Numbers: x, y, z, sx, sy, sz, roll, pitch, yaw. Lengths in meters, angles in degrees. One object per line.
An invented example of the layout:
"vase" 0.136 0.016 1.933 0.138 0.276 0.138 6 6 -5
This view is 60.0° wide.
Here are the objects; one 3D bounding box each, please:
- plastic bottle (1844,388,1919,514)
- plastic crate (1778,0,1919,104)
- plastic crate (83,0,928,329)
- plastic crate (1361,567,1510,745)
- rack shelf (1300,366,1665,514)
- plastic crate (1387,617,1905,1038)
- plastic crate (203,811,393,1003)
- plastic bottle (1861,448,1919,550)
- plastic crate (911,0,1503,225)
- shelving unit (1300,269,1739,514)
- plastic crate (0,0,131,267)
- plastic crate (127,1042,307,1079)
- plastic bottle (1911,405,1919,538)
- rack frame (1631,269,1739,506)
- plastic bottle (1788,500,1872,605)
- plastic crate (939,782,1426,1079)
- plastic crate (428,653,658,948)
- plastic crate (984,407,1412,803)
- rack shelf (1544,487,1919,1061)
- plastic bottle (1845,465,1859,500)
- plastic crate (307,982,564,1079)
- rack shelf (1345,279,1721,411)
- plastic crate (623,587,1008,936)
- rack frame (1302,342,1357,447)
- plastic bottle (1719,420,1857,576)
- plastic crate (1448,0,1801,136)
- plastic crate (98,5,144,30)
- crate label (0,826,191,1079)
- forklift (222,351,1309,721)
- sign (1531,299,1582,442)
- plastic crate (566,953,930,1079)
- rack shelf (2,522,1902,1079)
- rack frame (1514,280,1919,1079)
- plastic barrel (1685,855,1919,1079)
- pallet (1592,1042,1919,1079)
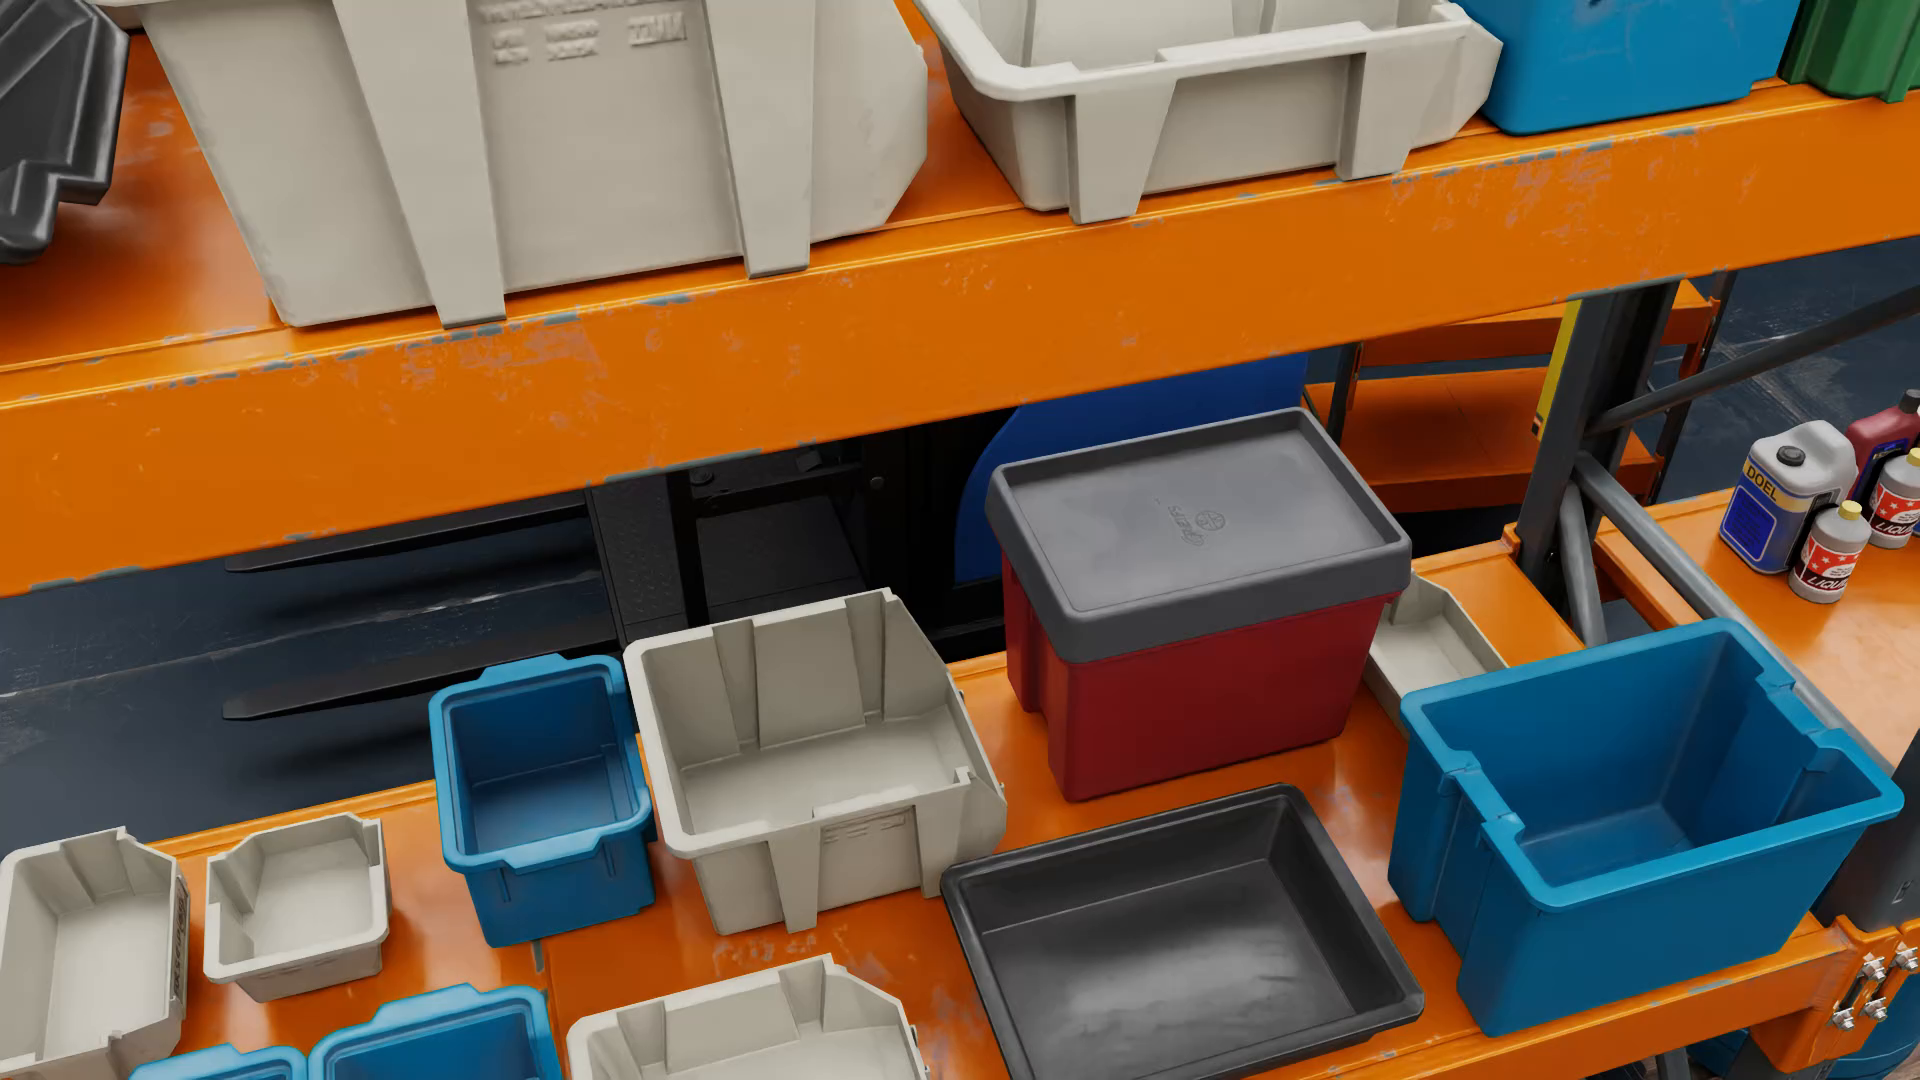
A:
"plastic bottle" 1.782 -0.166 3.248 0.133 0.283 0.061 -12 42 -13
"plastic crate" 0.983 -0.631 1.573 0.662 0.188 0.450 -12 42 -13
"plastic crate" -0.313 -0.393 1.230 0.530 0.282 0.437 -12 42 -13
"plastic crate" 0.809 0.225 2.868 0.243 0.136 0.396 -12 42 -13
"rack shelf" 1.523 -0.262 5.066 1.000 0.278 0.538 -5 41 -5
"plastic crate" 0.953 0.435 2.438 0.575 0.384 0.392 -12 42 -13
"plastic crate" -0.980 0.549 2.496 0.250 0.136 0.298 -12 42 -13
"plastic bottle" 1.823 -0.089 3.223 0.097 0.201 0.097 0 41 0
"plastic crate" 0.197 -0.395 1.342 0.466 0.136 0.293 -12 42 -13
"shelving unit" 1.523 -0.446 4.905 1.048 1.125 0.538 -5 41 -5
"plastic crate" -0.980 -0.300 1.080 0.767 0.338 0.504 -12 42 -13
"plastic crate" -0.929 0.874 2.051 0.300 0.233 0.416 -12 42 -13
"plastic bottle" 1.923 -0.161 3.248 0.135 0.276 0.152 -12 42 -13
"rack frame" 2.028 -0.487 4.952 0.032 1.125 0.500 -5 41 -5
"plastic bottle" 1.630 0.014 3.105 0.097 0.201 0.097 0 41 0
"plastic crate" 0.309 0.616 2.428 0.590 0.125 0.437 -12 42 -13
"plastic crate" -0.638 0.410 2.583 0.300 0.233 0.416 -12 42 -13
"plastic crate" 0.369 0.118 2.741 0.583 0.464 0.402 -12 42 -13
"rack shelf" 3.203 0.021 3.493 4.000 0.370 1.077 -12 42 -13
"plastic bottle" 1.677 -0.100 3.236 0.097 0.201 0.097 0 41 0
"plastic crate" -0.643 0.815 2.119 0.300 0.233 0.416 -12 42 -13
"rack shelf" 1.523 -0.666 4.713 1.000 0.278 0.538 -5 41 -5
"plastic crate" -0.216 0.354 2.610 0.530 0.282 0.437 -12 42 -13
"rack frame" 1.018 -0.405 4.858 0.032 1.125 0.500 -5 41 -5
"plastic bottle" 1.575 -0.088 3.166 0.135 0.276 0.152 -12 42 -13
"plastic crate" 0.523 -0.541 1.436 0.300 0.233 0.416 -12 42 -13
"plastic crate" -0.623 -0.658 1.644 0.530 0.136 0.437 -12 42 -13
"crate label" -1.257 0.619 2.416 0.243 0.136 0.396 -12 42 -13
"forklift" -0.600 -0.978 4.141 3.031 2.935 1.130 -12 43 -13
"sign" 1.132 -0.304 3.108 0.005 0.325 0.100 -12 42 -13
"plastic crate" -0.275 0.755 2.261 0.466 0.136 0.293 -12 42 -13
"rack shelf" -0.612 0.812 2.588 4.000 0.370 1.077 -12 42 -13
"rack frame" 1.296 0.146 2.803 0.127 3.000 1.000 -12 42 -13
"plastic barrel" 1.820 0.681 3.467 0.708 0.901 0.600 -12 42 -13
"pallet" 2.044 1.069 3.866 1.213 0.211 1.003 -12 42 -13
